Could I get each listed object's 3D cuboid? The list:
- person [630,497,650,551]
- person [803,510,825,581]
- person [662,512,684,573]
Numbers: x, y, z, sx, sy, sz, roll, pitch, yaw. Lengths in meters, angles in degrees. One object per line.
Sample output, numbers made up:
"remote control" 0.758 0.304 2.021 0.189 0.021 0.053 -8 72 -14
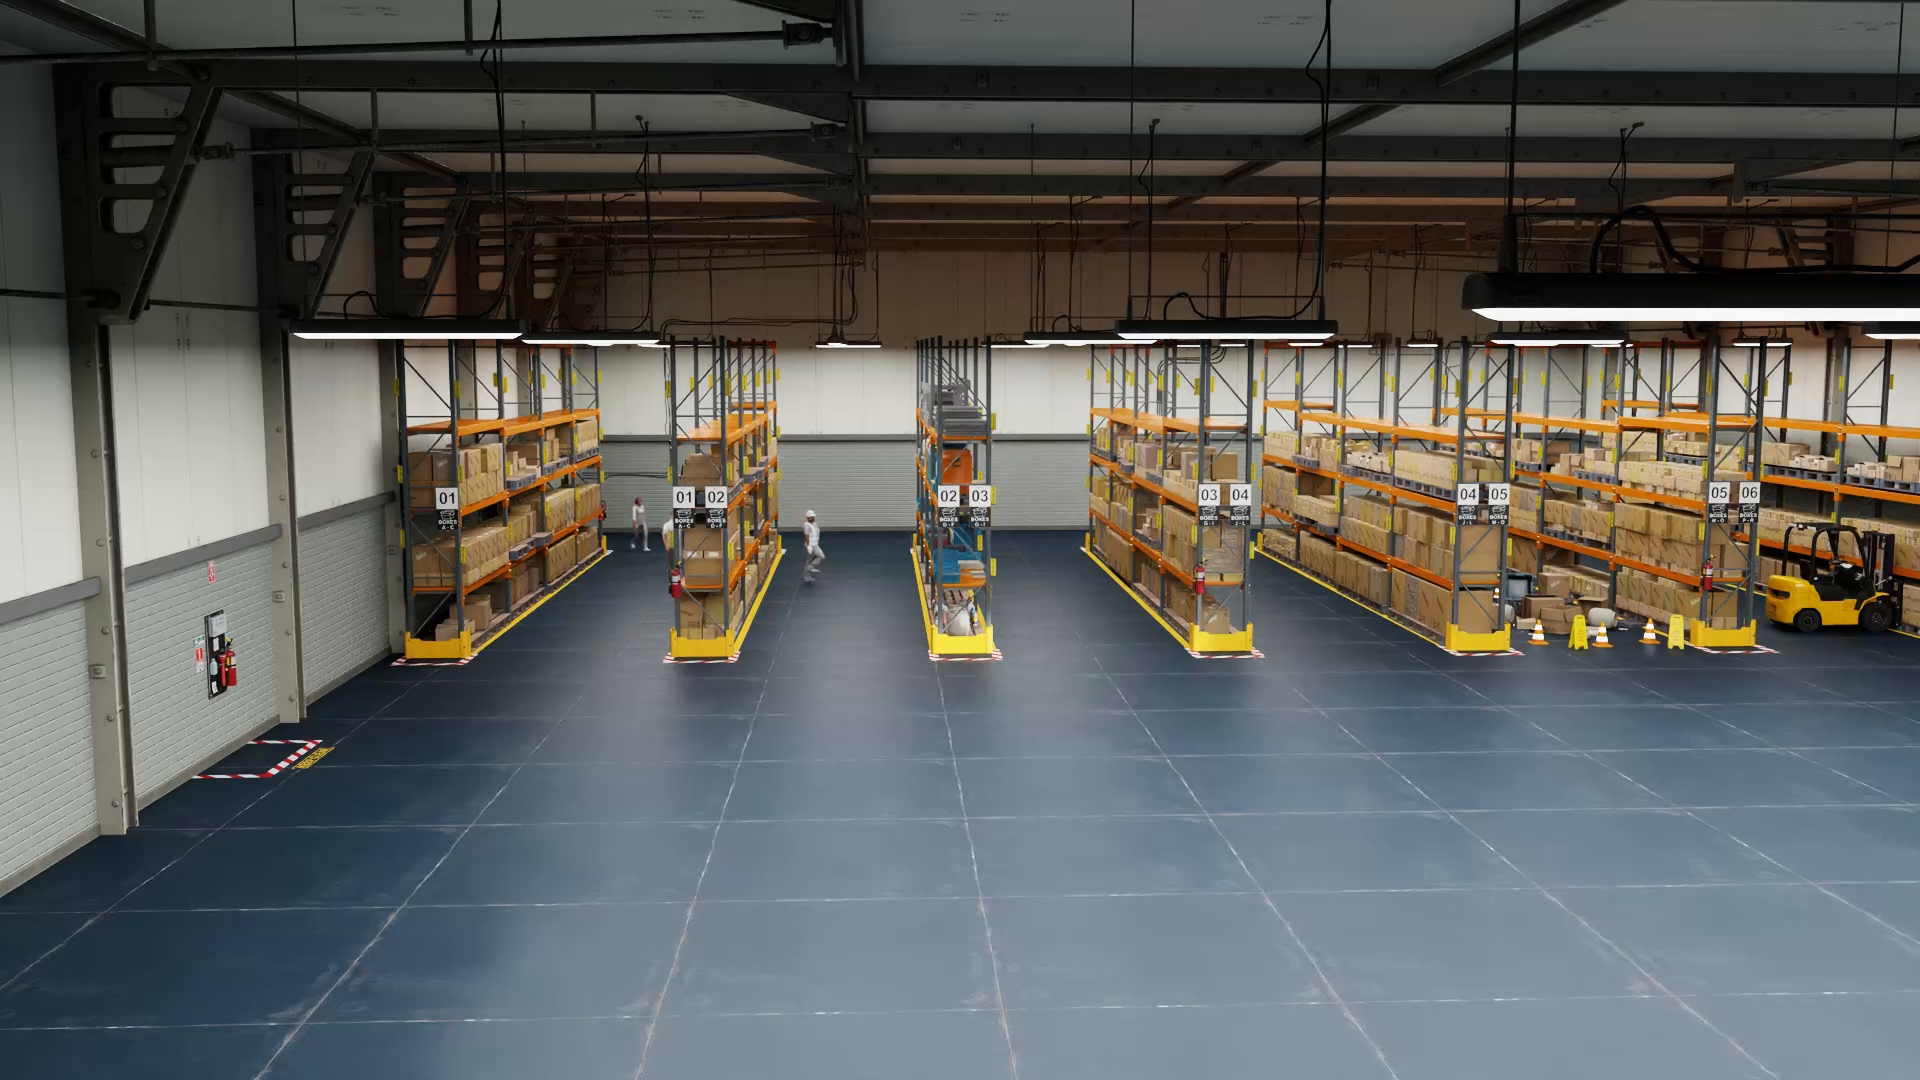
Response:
"person" -9.178 -0.464 47.566 0.460 1.544 0.803 -5 8 -35
"person" -3.603 0.153 41.211 0.548 1.780 0.616 0 6 2
"person" -7.179 0.140 41.675 0.521 1.716 1.032 0 6 1
